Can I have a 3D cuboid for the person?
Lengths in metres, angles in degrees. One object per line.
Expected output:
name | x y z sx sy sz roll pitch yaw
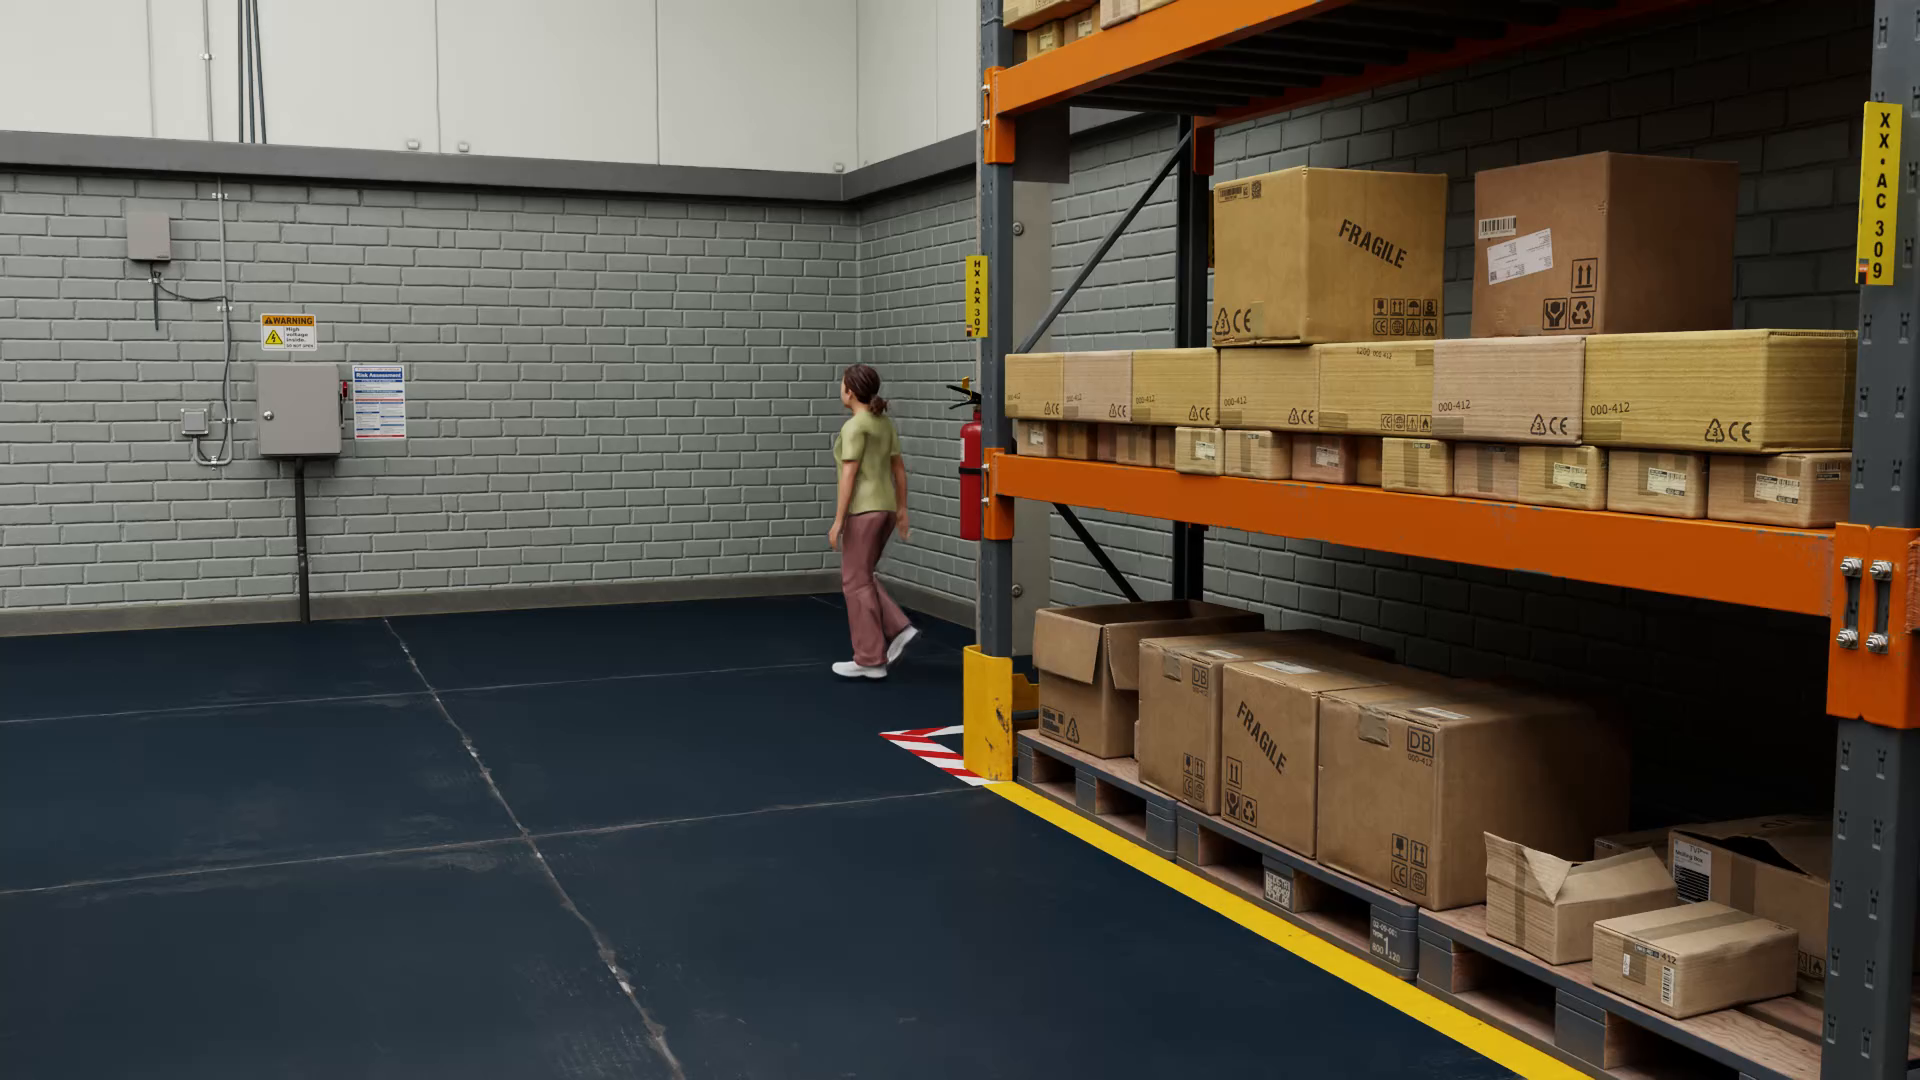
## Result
person | -0.468 -0.106 8.850 0.482 1.659 0.500 3 6 26
